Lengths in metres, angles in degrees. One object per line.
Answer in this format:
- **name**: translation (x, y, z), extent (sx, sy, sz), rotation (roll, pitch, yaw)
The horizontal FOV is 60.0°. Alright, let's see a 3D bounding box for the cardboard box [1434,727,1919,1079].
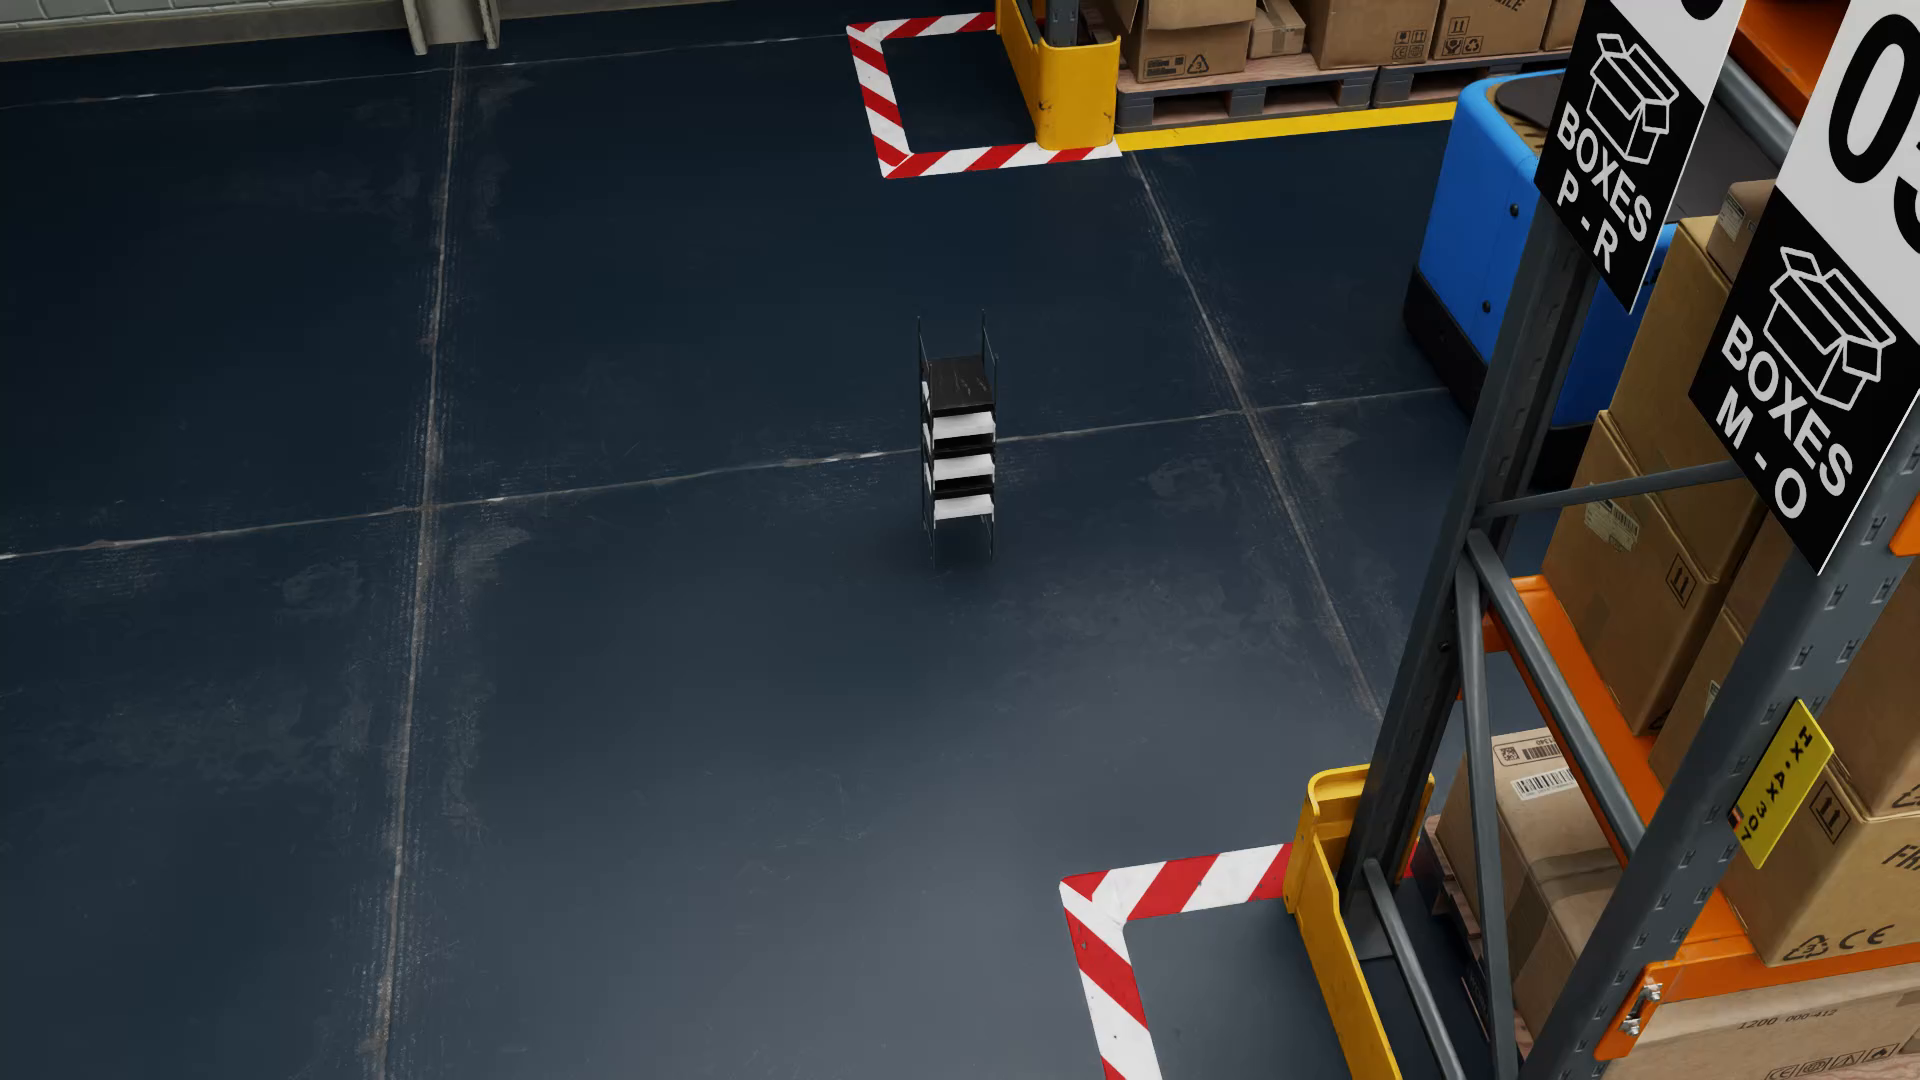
- **cardboard box**: translation (1.840, 0.916, 4.272), extent (0.875, 0.438, 0.875), rotation (-9, 47, -8)

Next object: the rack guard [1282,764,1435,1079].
- **rack guard**: translation (1.183, 1.195, 4.252), extent (0.348, 0.500, 1.175), rotation (-7, 46, -7)

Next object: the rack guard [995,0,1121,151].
- **rack guard**: translation (0.431, -2.339, 7.657), extent (0.348, 0.500, 1.175), rotation (-7, 46, -7)

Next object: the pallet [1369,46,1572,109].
- **pallet**: translation (2.416, -2.485, 7.998), extent (1.213, 0.211, 1.003), rotation (-7, 46, -7)

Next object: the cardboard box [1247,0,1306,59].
- **cardboard box**: translation (1.401, -2.386, 7.654), extent (0.250, 0.149, 0.380), rotation (-9, 47, -8)

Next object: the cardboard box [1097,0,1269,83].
- **cardboard box**: translation (0.975, -2.485, 7.503), extent (0.637, 0.503, 0.797), rotation (-9, 47, -8)

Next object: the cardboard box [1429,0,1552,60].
- **cardboard box**: translation (2.362, -2.555, 7.573), extent (0.500, 0.500, 0.500), rotation (-6, 46, -6)

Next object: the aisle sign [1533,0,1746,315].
- **aisle sign**: translation (1.083, -0.789, 2.622), extent (0.004, 0.787, 0.394), rotation (-7, 46, -7)

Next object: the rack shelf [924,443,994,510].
- **rack shelf**: translation (-0.008, -0.226, 5.514), extent (0.200, 0.077, 0.258), rotation (-7, 46, -7)

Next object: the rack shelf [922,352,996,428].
- **rack shelf**: translation (-0.008, -0.475, 5.255), extent (0.200, 0.077, 0.258), rotation (-7, 46, -7)

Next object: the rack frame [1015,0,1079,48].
- **rack frame**: translation (0.357, -3.197, 6.747), extent (0.127, 3.000, 1.000), rotation (-7, 46, -7)

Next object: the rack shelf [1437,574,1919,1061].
- **rack shelf**: translation (3.177, 0.329, 3.850), extent (4.000, 0.370, 1.077), rotation (-7, 46, -7)

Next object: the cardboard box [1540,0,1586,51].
- **cardboard box**: translation (2.847, -2.688, 7.701), extent (0.500, 0.500, 0.700), rotation (-9, 47, -8)

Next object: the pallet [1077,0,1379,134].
- **pallet**: translation (1.217, -2.337, 7.856), extent (1.213, 0.211, 1.003), rotation (-7, 46, -7)

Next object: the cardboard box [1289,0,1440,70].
- **cardboard box**: translation (1.824, -2.561, 7.579), extent (0.500, 0.500, 0.700), rotation (-5, 46, -5)

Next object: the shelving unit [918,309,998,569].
- **shelving unit**: translation (-0.008, -0.311, 5.425), extent (0.210, 0.900, 0.258), rotation (-7, 46, -7)

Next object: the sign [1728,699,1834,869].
- **sign**: translation (1.295, 0.391, 2.634), extent (0.005, 0.325, 0.100), rotation (-7, 46, -7)

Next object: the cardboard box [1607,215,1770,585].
- **cardboard box**: translation (1.641, -0.285, 3.178), extent (0.500, 0.500, 0.500), rotation (-6, 46, -5)

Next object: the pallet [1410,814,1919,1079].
- **pallet**: translation (1.981, 1.138, 4.507), extent (1.213, 0.211, 1.003), rotation (-7, 46, -7)

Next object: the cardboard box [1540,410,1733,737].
- **cardboard box**: translation (1.637, 0.043, 3.556), extent (0.500, 0.500, 0.500), rotation (-7, 46, -7)

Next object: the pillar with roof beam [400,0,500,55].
- **pillar with roof beam**: translation (-1.720, -2.532, 1.941), extent (0.400, 9.000, 9.100), rotation (-7, 46, -7)

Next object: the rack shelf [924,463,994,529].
- **rack shelf**: translation (-0.008, -0.163, 5.579), extent (0.200, 0.077, 0.258), rotation (-7, 46, -7)

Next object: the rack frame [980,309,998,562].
- **rack frame**: translation (0.092, -0.324, 5.437), extent (0.006, 0.900, 0.240), rotation (-7, 46, -7)

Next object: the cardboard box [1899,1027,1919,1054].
- **cardboard box**: translation (2.740, 0.797, 4.386), extent (0.875, 0.438, 0.875), rotation (-6, 46, -6)

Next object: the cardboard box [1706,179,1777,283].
- **cardboard box**: translation (1.526, -0.468, 2.904), extent (0.250, 0.149, 0.380), rotation (-7, 46, -6)

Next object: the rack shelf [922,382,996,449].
- **rack shelf**: translation (-0.008, -0.413, 5.319), extent (0.200, 0.077, 0.258), rotation (-7, 46, -7)

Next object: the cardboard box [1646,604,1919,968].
- **cardboard box**: translation (1.729, 0.435, 3.179), extent (0.500, 0.500, 0.500), rotation (-7, 47, -7)

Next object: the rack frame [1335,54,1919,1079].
- **rack frame**: translation (1.207, 0.324, 3.354), extent (0.127, 3.000, 1.000), rotation (-7, 46, -7)

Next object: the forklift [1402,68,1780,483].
- **forklift**: translation (3.301, -1.789, 5.438), extent (3.031, 2.935, 1.130), rotation (-10, 47, -10)

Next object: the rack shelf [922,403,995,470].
- **rack shelf**: translation (-0.008, -0.351, 5.384), extent (0.200, 0.077, 0.258), rotation (-7, 46, -7)

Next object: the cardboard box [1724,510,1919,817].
- **cardboard box**: translation (1.728, 0.086, 2.820), extent (0.500, 0.500, 0.500), rotation (-8, 47, -8)

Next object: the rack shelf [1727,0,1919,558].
- **rack shelf**: translation (3.177, -0.712, 2.770), extent (4.000, 0.370, 1.077), rotation (-7, 46, -7)

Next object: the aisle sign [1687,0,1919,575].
- **aisle sign**: translation (1.185, -0.363, 2.211), extent (0.004, 0.787, 0.394), rotation (-7, 46, -7)

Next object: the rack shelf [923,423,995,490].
- **rack shelf**: translation (-0.008, -0.288, 5.449), extent (0.200, 0.077, 0.258), rotation (-7, 46, -7)

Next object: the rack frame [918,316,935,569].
- **rack frame**: translation (-0.108, -0.299, 5.413), extent (0.006, 0.900, 0.240), rotation (-7, 46, -7)
